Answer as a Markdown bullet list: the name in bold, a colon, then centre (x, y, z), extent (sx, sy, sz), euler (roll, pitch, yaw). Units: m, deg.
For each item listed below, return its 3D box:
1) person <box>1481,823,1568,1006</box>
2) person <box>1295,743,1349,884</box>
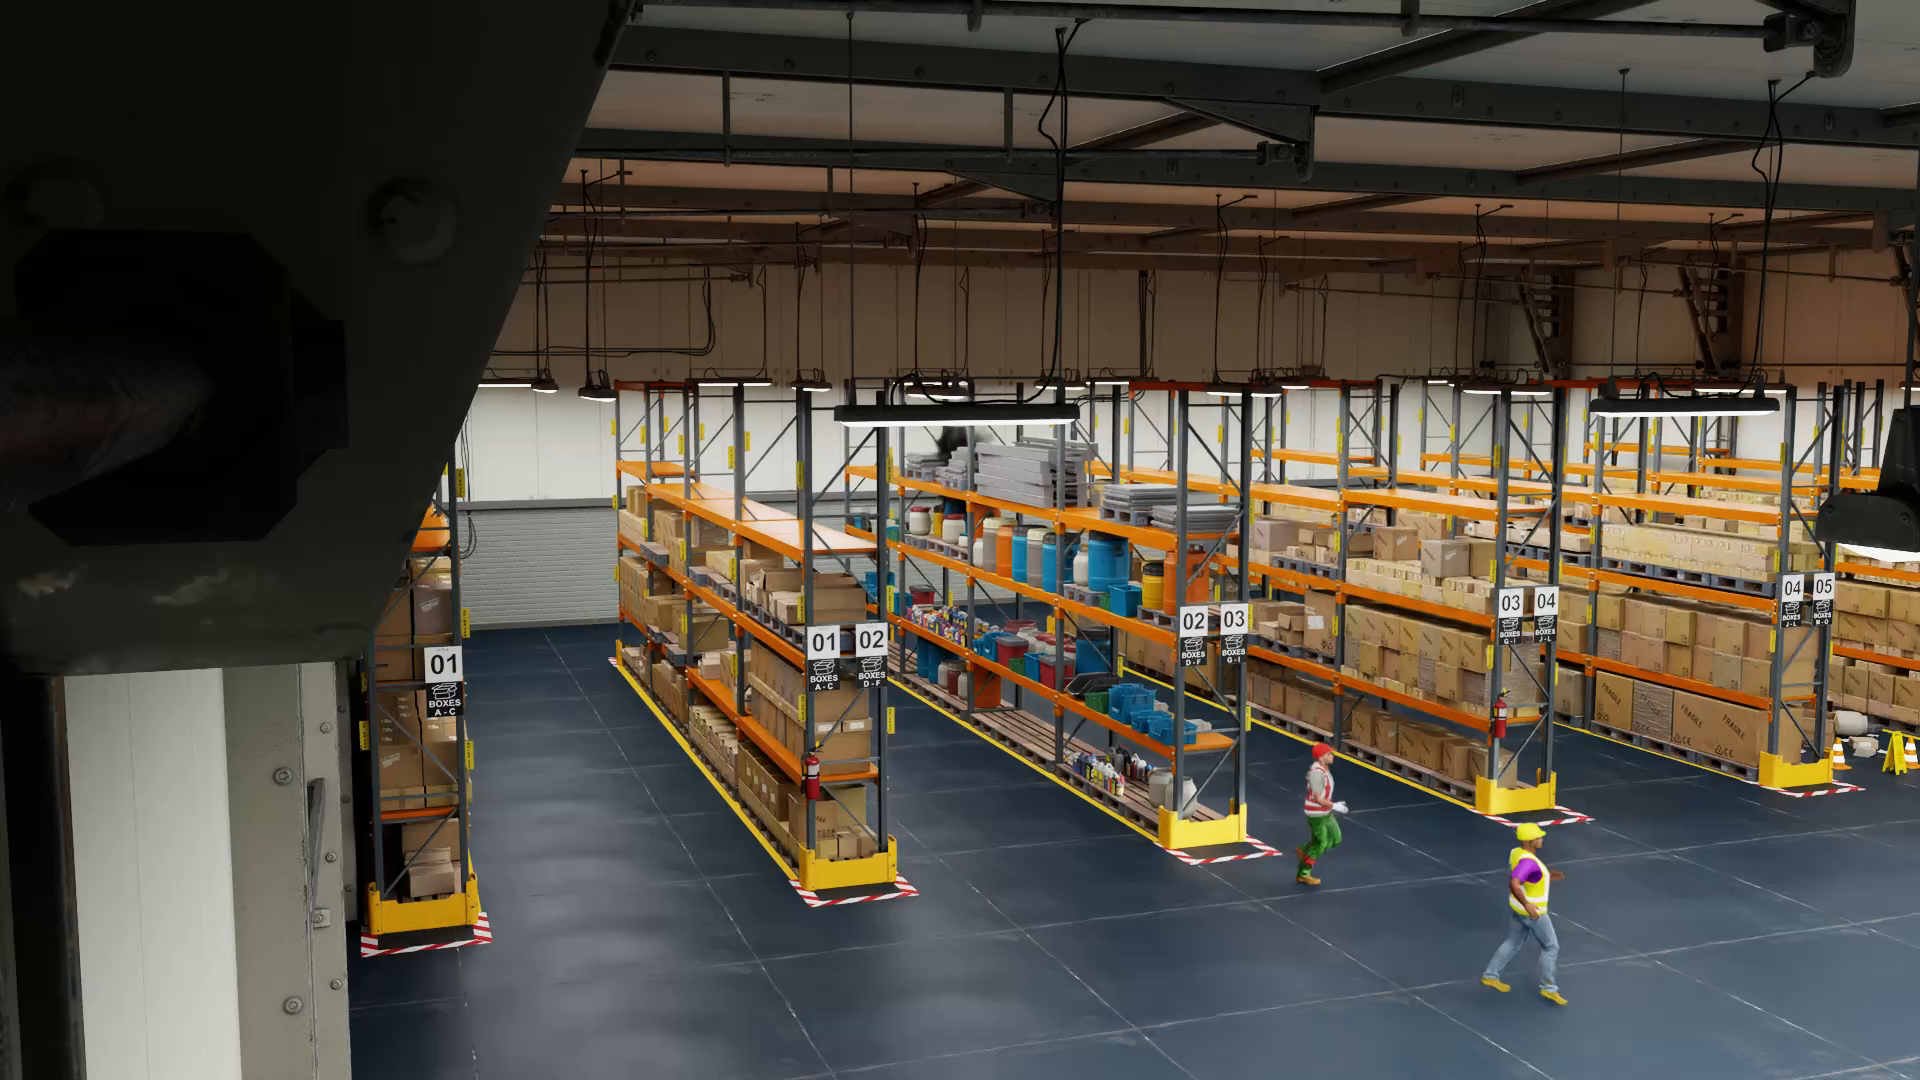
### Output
- **person**: centre (5.625, 3.702, 16.497), extent (0.820, 1.821, 0.677), euler (0, 6, -3)
- **person**: centre (4.421, 3.326, 20.297), extent (0.655, 1.737, 0.674), euler (2, 6, 19)
